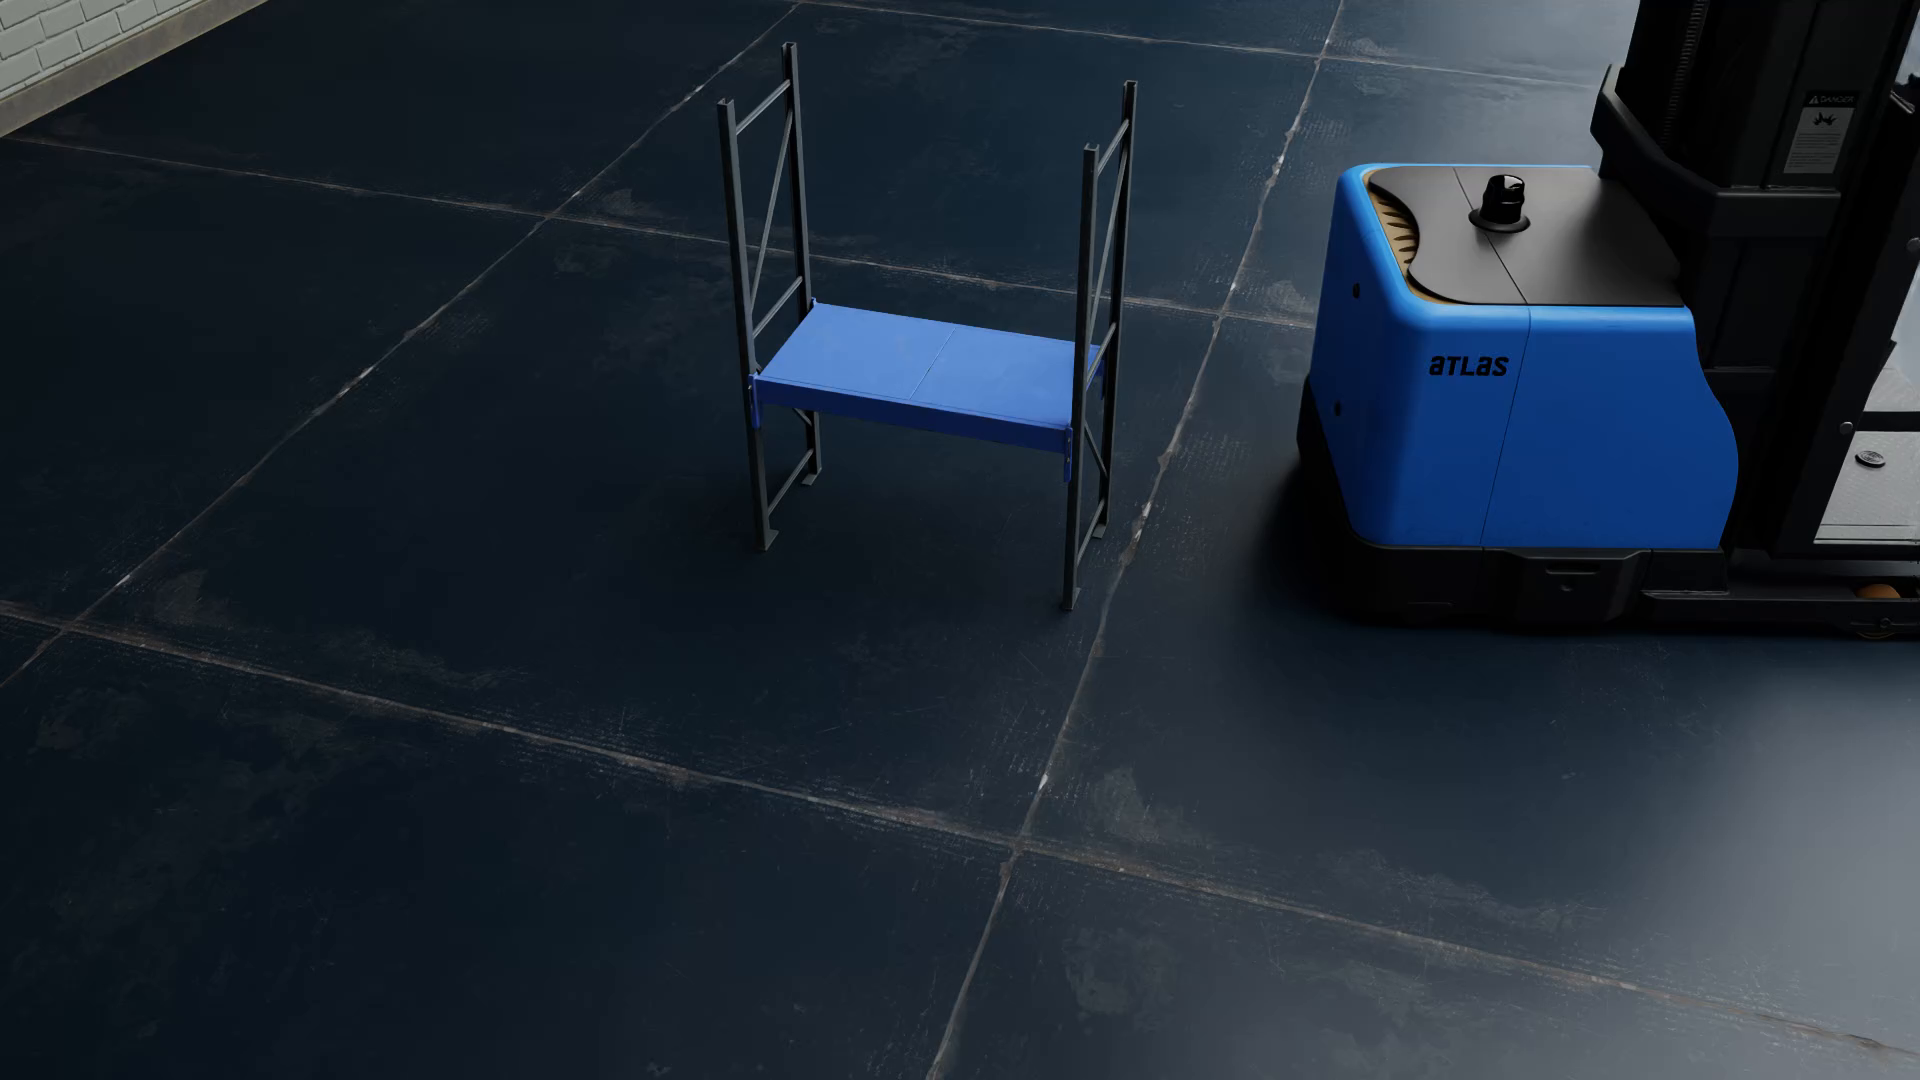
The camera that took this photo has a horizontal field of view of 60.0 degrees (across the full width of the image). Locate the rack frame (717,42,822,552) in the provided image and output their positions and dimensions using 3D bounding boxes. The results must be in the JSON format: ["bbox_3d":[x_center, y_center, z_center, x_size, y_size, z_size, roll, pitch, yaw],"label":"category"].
[{"bbox_3d":[-0.567,-0.709,5.111,0.032,1.500,0.500,10,38,14],"label":"rack frame"}]

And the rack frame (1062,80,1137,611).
[{"bbox_3d":[0.404,-0.529,4.867,0.032,1.500,0.500,10,38,14],"label":"rack frame"}]

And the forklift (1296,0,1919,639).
[{"bbox_3d":[2.672,-1.201,4.572,3.031,2.935,1.130,1,36,1],"label":"forklift"}]

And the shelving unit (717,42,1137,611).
[{"bbox_3d":[-0.081,-0.619,4.989,1.048,1.500,0.538,10,38,14],"label":"shelving unit"}]

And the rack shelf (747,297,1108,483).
[{"bbox_3d":[-0.081,-0.474,5.096,1.000,0.185,0.538,10,38,14],"label":"rack shelf"}]
